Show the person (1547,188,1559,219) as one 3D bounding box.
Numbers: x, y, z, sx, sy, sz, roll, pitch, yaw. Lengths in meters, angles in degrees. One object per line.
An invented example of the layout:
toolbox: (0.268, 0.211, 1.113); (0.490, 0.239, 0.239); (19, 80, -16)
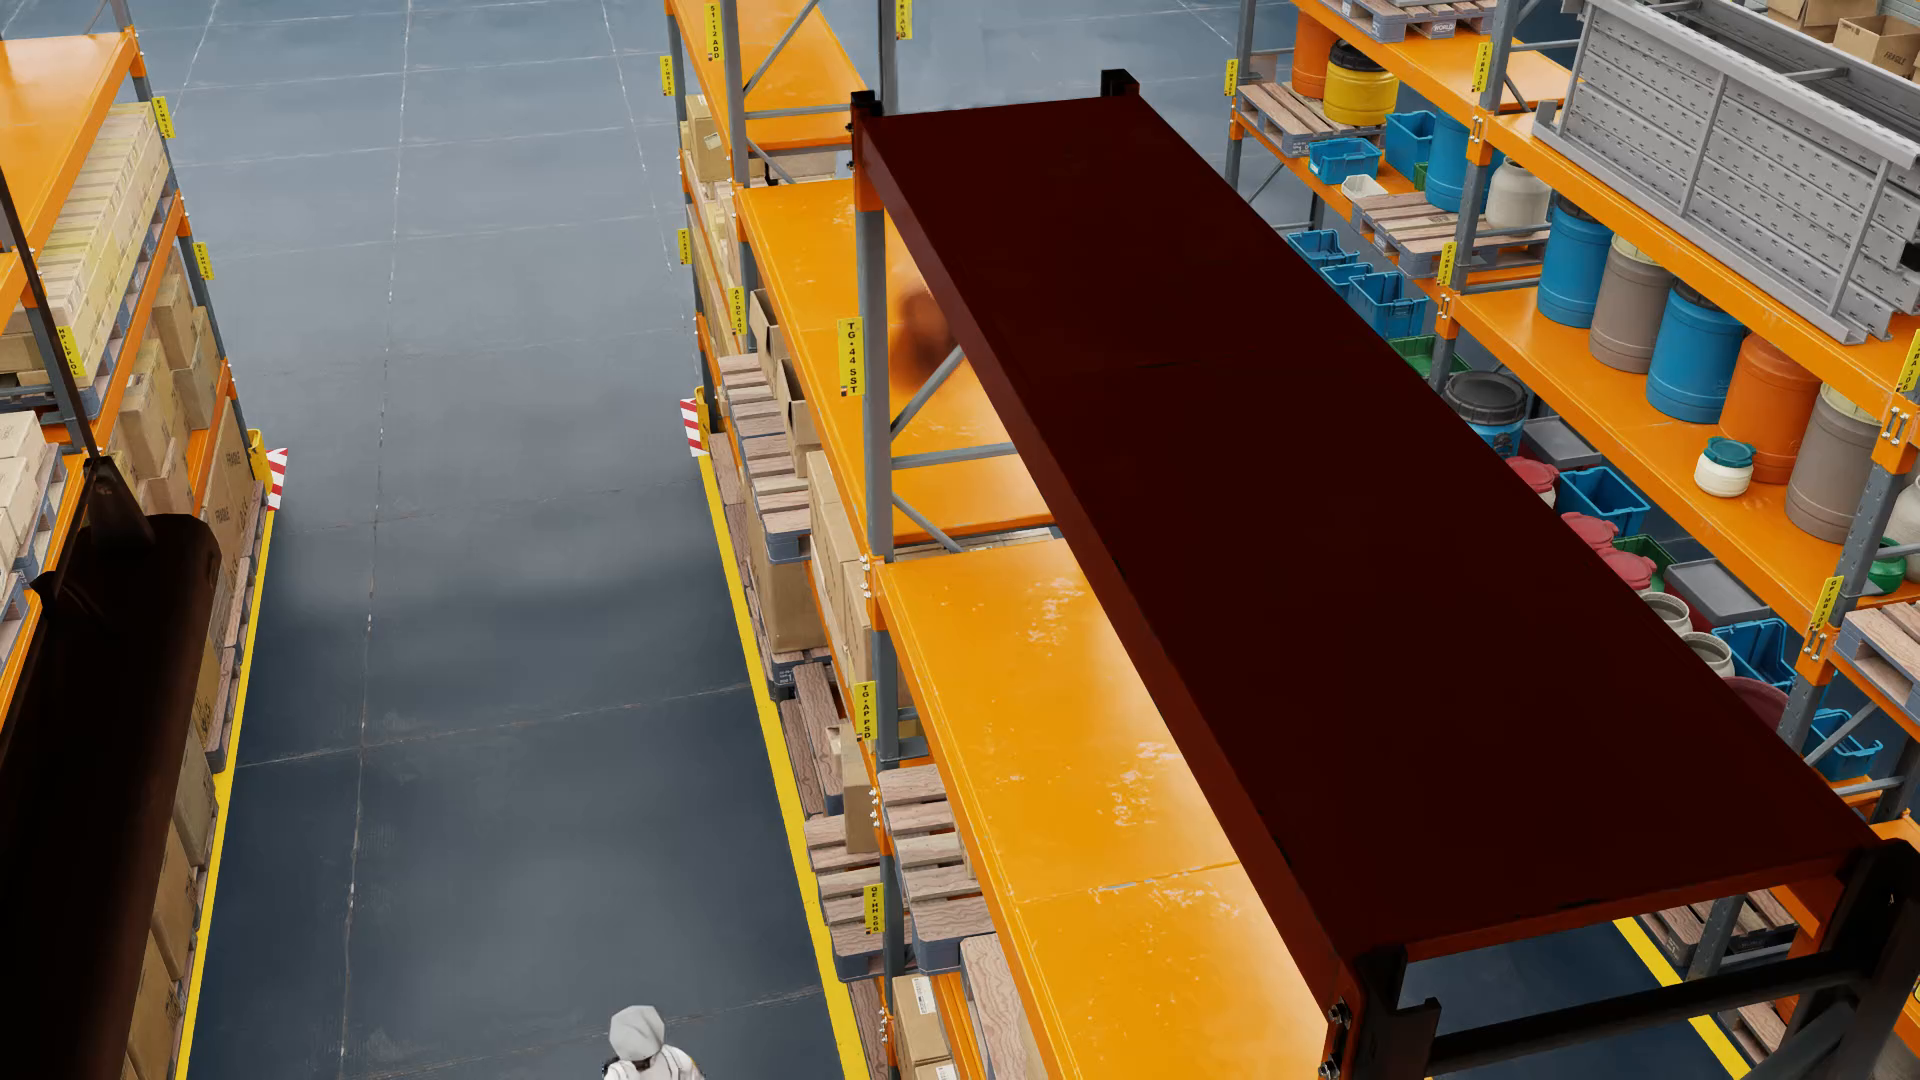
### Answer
person: (6.564, -4.073, 18.476); (0.927, 1.784, 0.719); (7, 35, 11)

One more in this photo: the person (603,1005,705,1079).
person: (-1.465, 2.852, 7.937); (0.576, 1.728, 0.843); (-11, 36, -16)
